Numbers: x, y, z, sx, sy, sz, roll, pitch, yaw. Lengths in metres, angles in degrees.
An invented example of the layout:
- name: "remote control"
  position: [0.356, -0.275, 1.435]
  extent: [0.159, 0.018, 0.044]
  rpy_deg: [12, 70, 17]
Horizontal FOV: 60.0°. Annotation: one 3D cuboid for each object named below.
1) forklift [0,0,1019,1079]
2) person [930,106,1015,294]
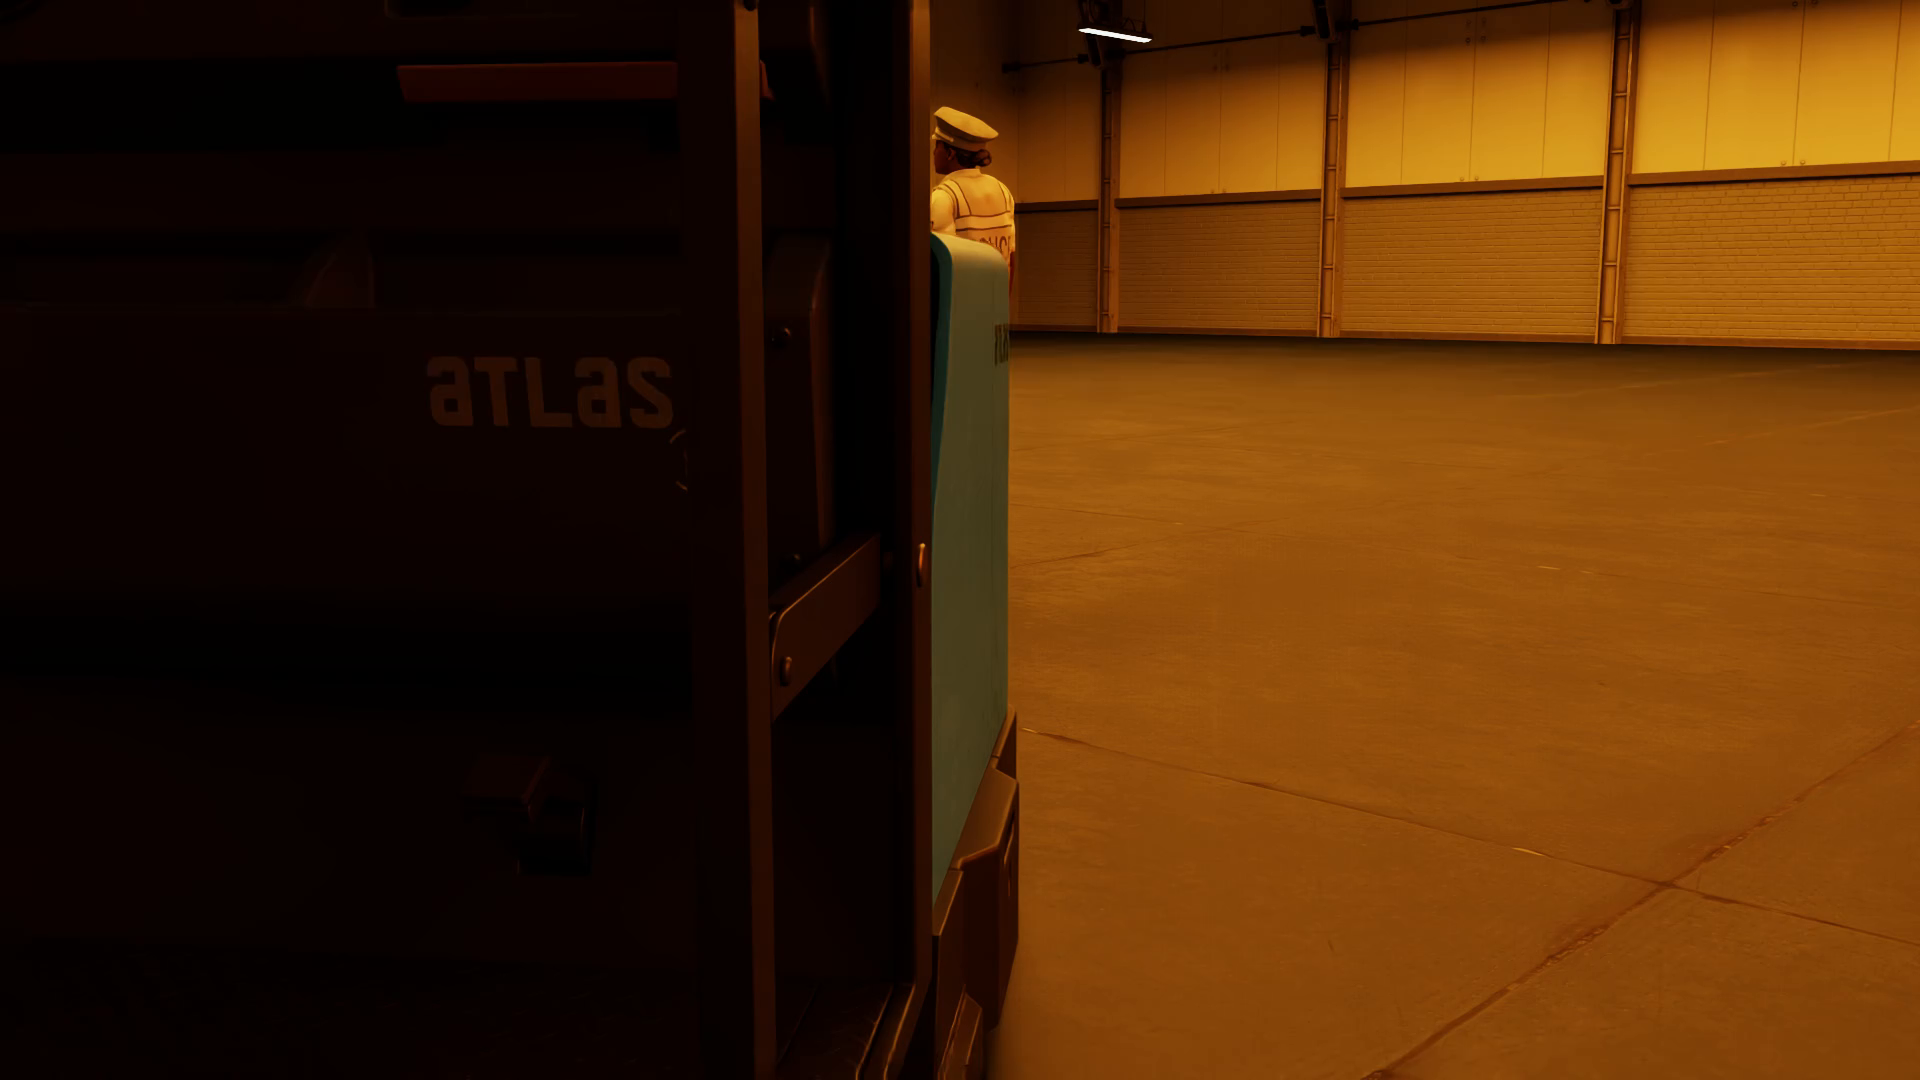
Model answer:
- name: "forklift"
  position: [-0.601, -0.659, 1.251]
  extent: [1.130, 2.935, 3.031]
  rpy_deg: [1, 9, 7]
- name: "person"
  position: [-0.040, -0.854, 6.656]
  extent: [0.528, 1.693, 0.569]
  rpy_deg: [8, 12, 43]
